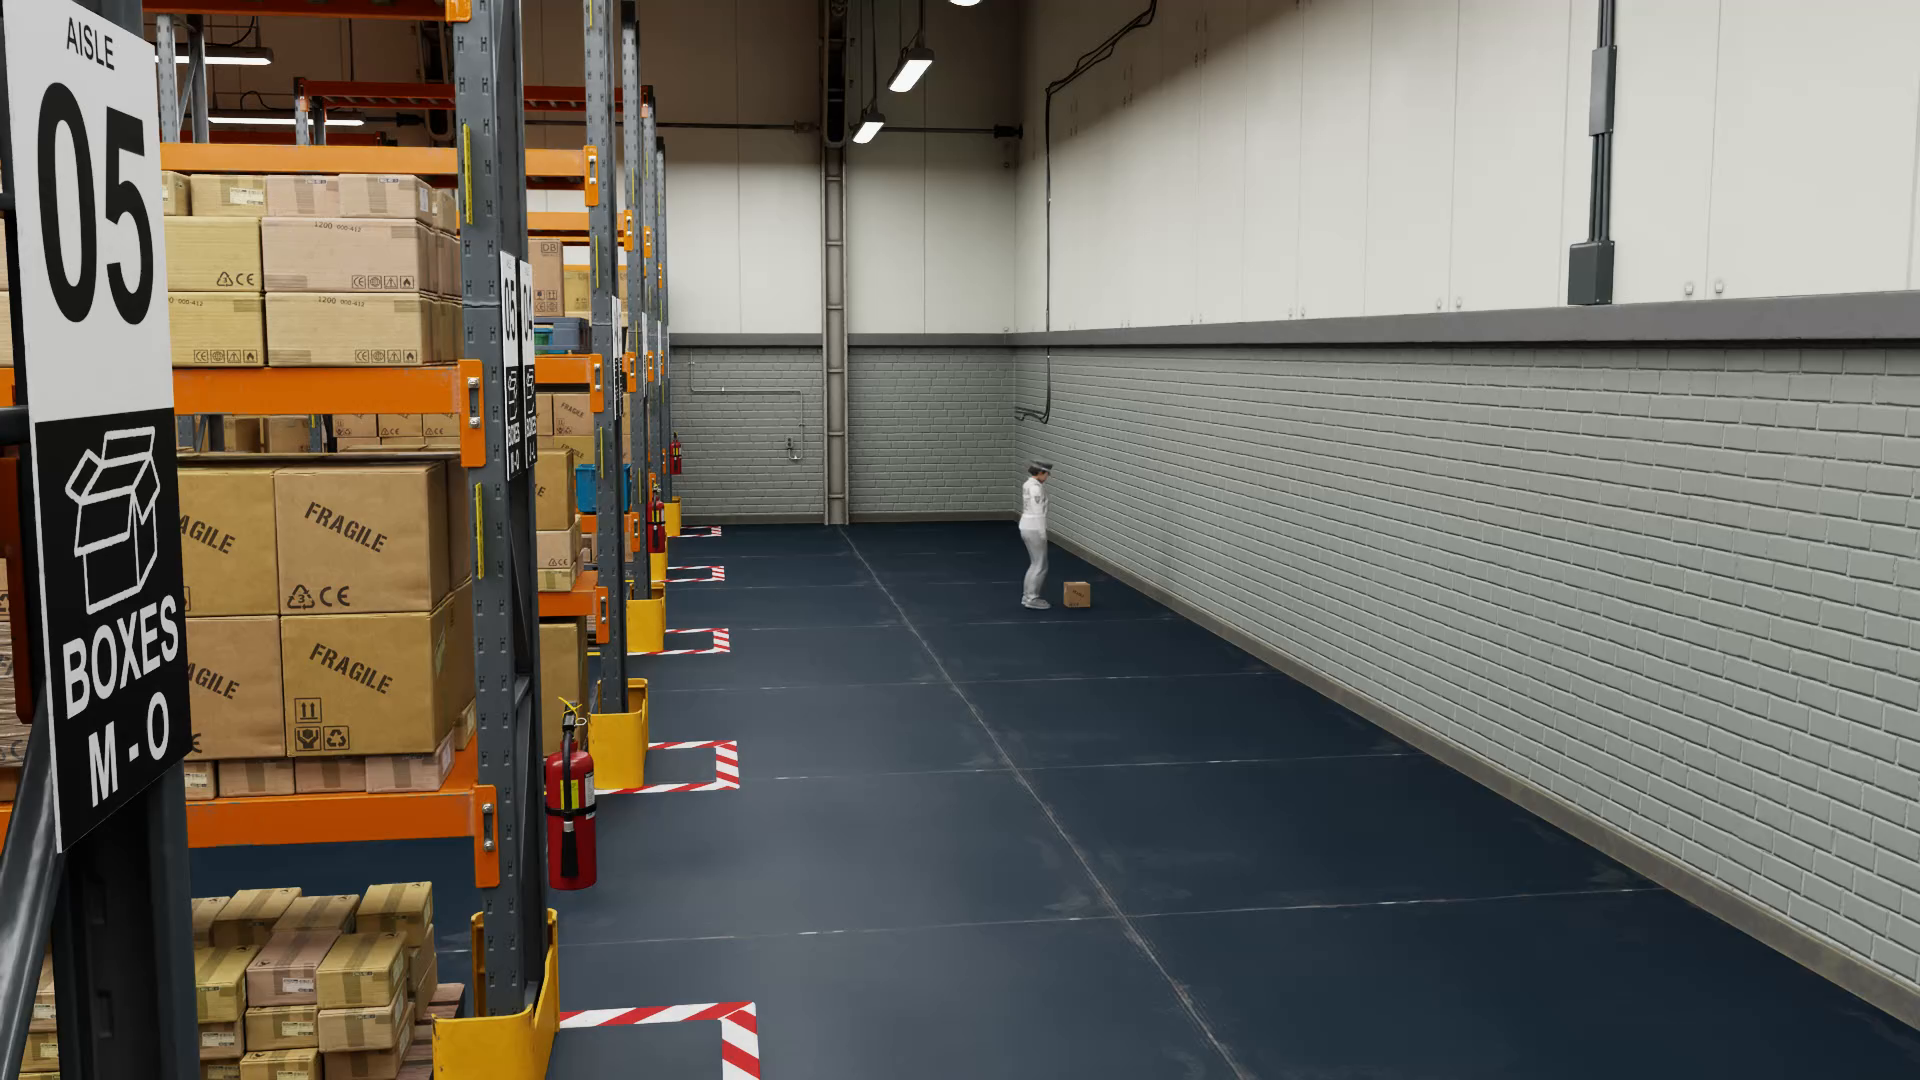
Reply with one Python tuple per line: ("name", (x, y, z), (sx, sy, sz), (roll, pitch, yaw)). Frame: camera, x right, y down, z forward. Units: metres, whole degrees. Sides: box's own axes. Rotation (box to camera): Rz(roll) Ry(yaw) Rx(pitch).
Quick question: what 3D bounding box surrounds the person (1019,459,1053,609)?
("person", (0.846, -0.073, 18.461), (0.381, 1.653, 0.468), (-1, 7, -7))
